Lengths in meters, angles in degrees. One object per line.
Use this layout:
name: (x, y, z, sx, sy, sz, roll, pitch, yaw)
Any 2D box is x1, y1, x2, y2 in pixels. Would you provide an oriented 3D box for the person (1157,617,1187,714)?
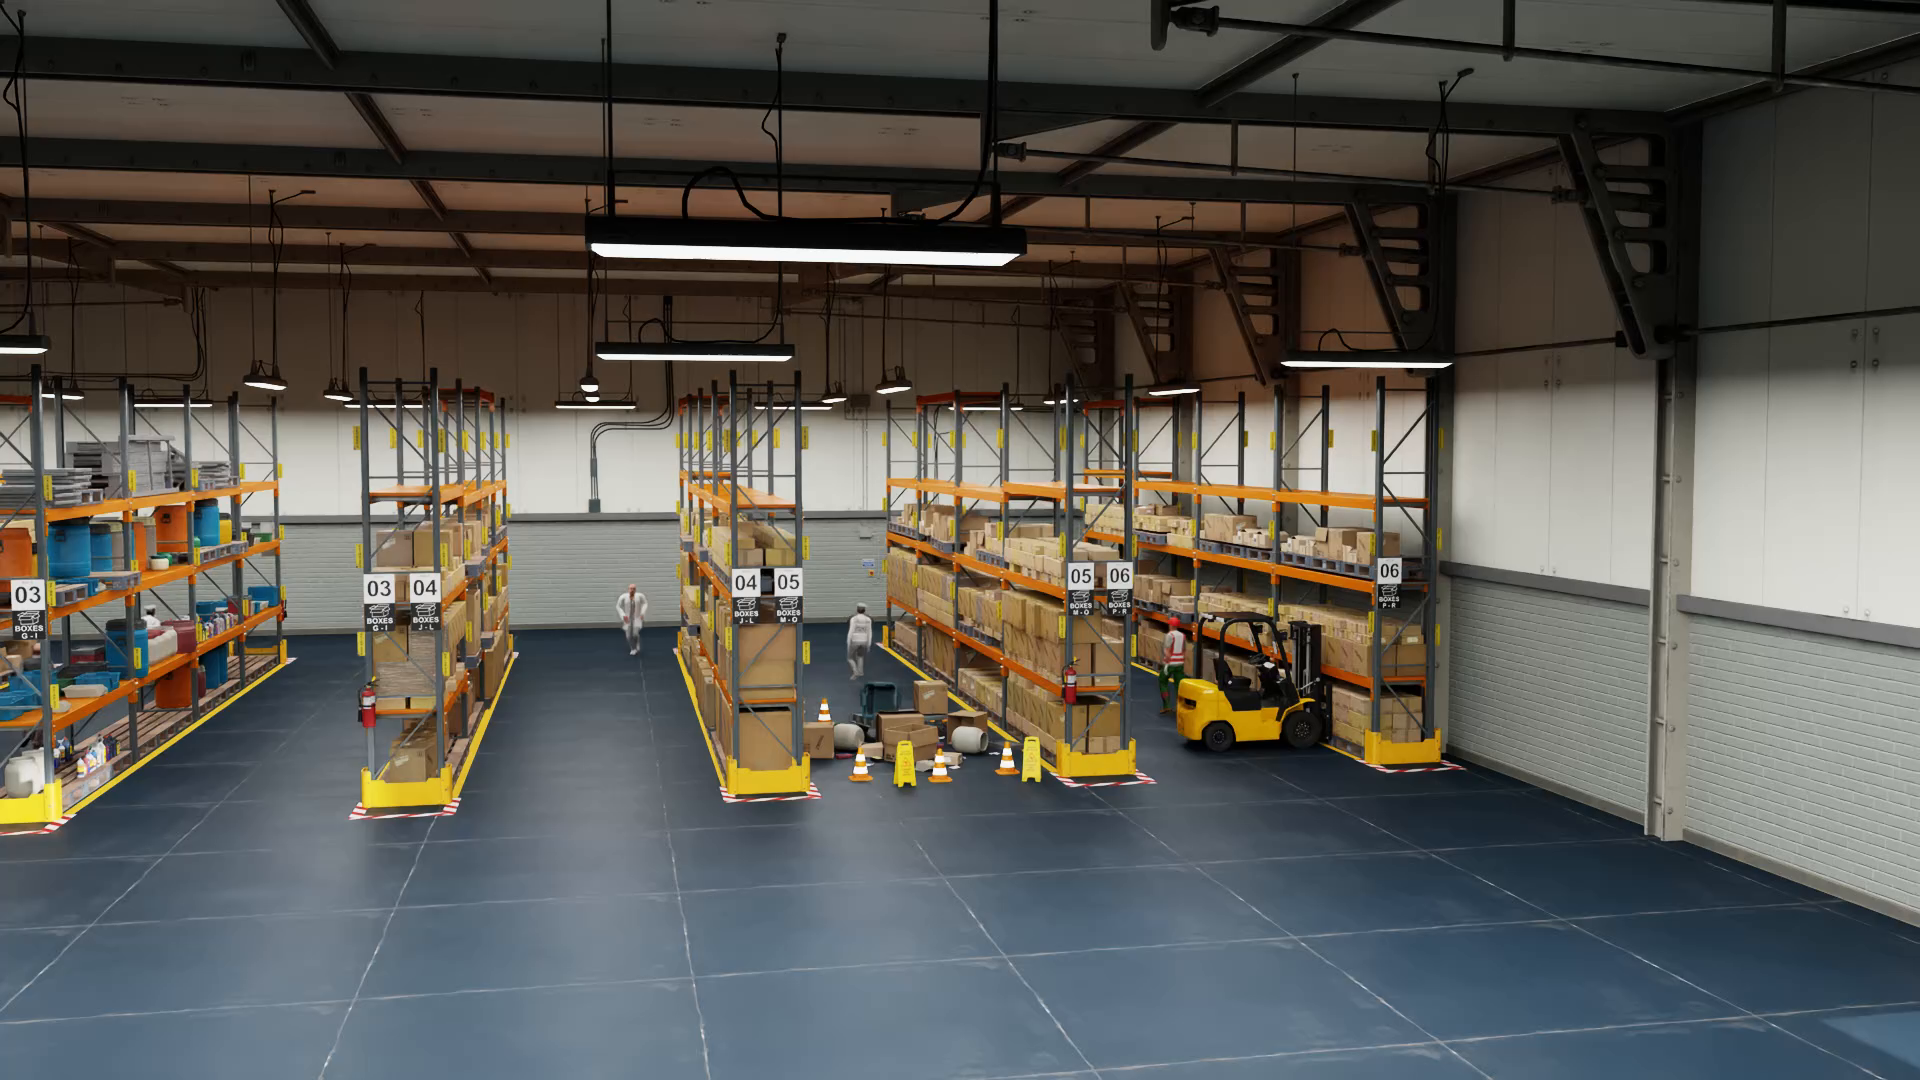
person: (3.925, 2.312, 30.373, 0.558, 1.808, 0.537, -1, 4, -23)

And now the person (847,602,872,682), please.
person: (-2.022, 2.050, 33.409, 0.514, 1.582, 0.528, -1, 4, -16)

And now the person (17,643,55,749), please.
person: (-14.993, 2.528, 26.974, 0.565, 1.719, 0.460, -1, 3, -11)

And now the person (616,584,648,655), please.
person: (-7.673, 1.853, 38.936, 0.701, 1.685, 0.665, 0, 3, -1)

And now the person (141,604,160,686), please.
person: (-16.625, 2.164, 33.926, 0.533, 1.647, 0.662, -1, 3, -9)
